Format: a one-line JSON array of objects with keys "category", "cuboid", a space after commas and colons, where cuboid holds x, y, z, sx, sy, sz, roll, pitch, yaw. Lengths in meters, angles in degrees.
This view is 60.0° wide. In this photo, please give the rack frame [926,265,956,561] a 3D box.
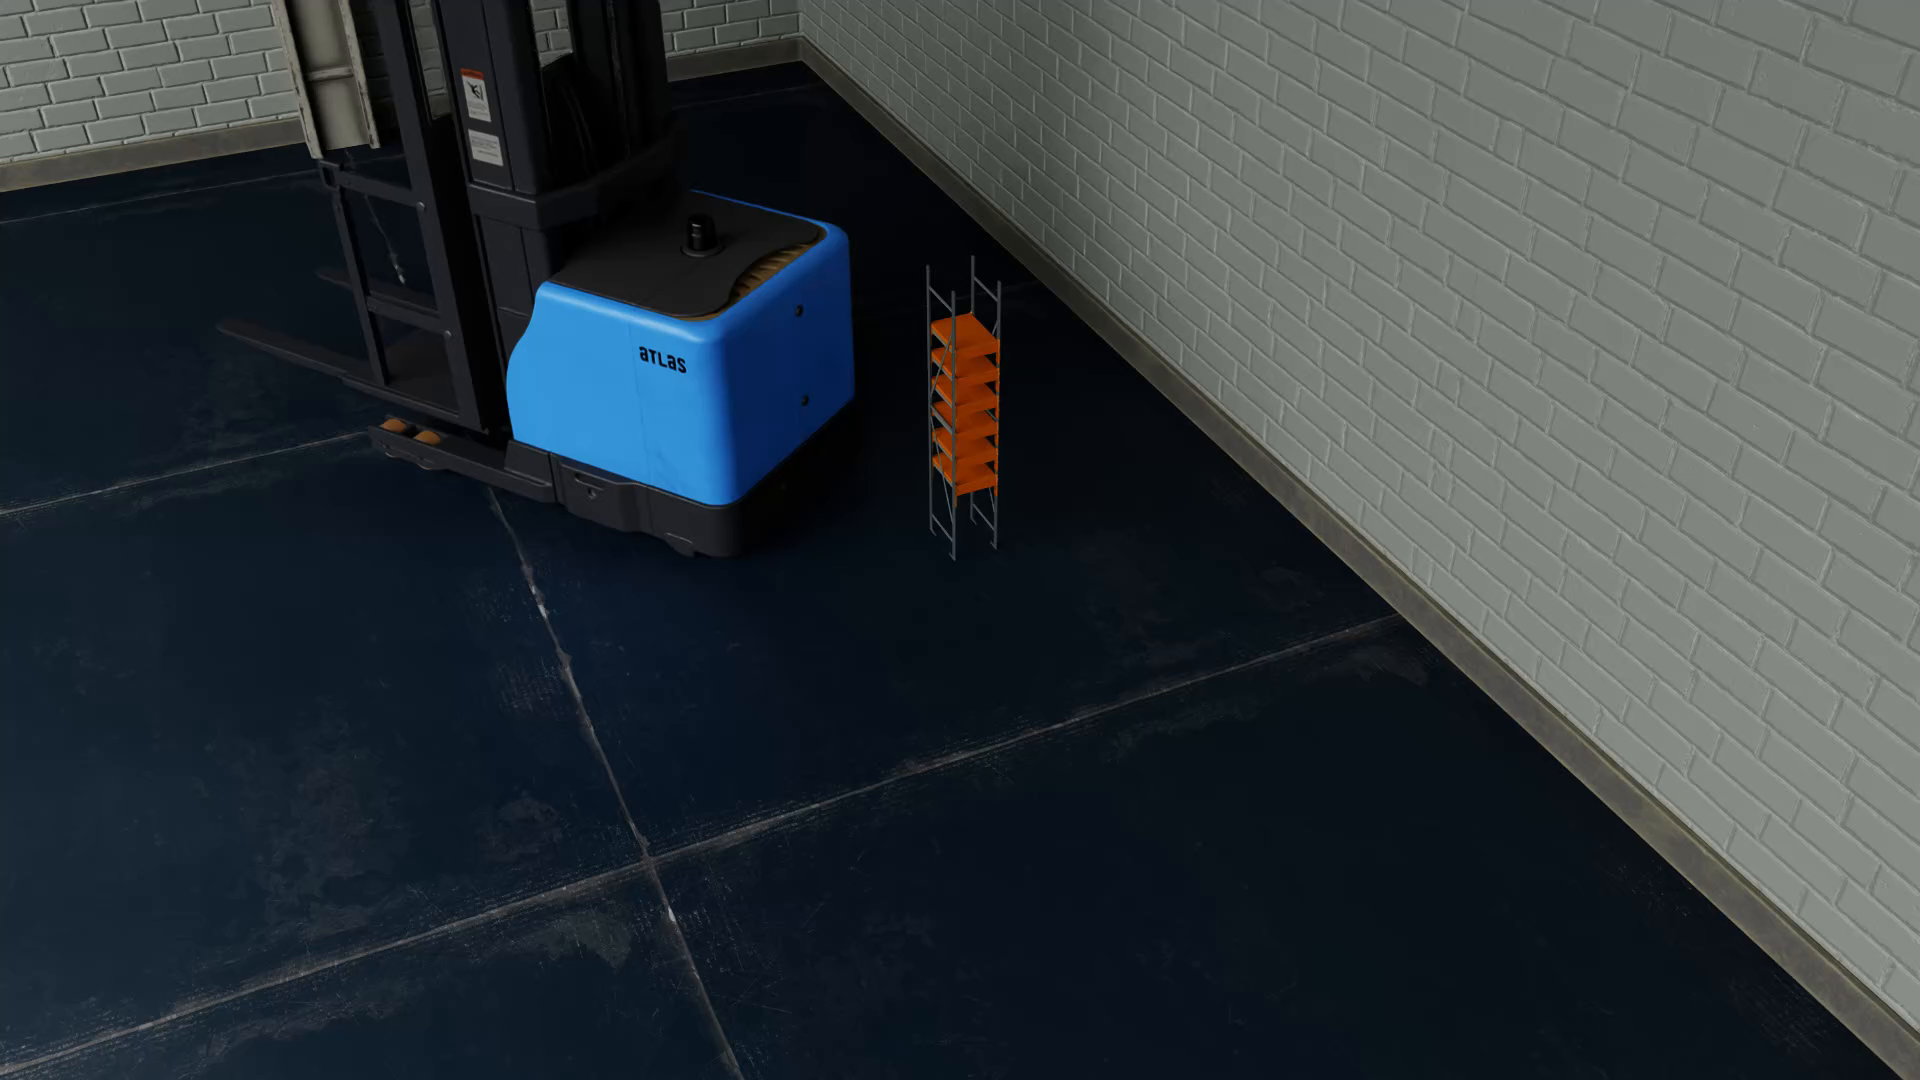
[{"category": "rack frame", "cuboid": [-0.070, -0.462, 6.366, 0.006, 1.200, 0.240, -16, 39, -20]}]

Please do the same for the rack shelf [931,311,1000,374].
[{"category": "rack shelf", "cuboid": [0.013, -0.739, 6.210, 0.180, 0.103, 0.258, -16, 39, -20]}]

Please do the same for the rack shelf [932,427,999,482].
[{"category": "rack shelf", "cuboid": [0.013, -0.354, 6.495, 0.180, 0.103, 0.258, -16, 39, -20]}]

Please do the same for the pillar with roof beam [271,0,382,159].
[{"category": "pillar with roof beam", "cuboid": [-1.860, -3.665, 4.137, 0.400, 9.000, 9.100, -16, 39, -20]}]

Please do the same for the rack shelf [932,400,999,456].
[{"category": "rack shelf", "cuboid": [0.013, -0.450, 6.424, 0.180, 0.103, 0.258, -16, 39, -20]}]

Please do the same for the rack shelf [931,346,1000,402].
[{"category": "rack shelf", "cuboid": [0.013, -0.643, 6.281, 0.180, 0.103, 0.258, -16, 39, -20]}]

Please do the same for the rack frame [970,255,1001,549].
[{"category": "rack frame", "cuboid": [0.096, -0.509, 6.429, 0.006, 1.200, 0.240, -16, 39, -20]}]

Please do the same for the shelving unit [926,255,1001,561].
[{"category": "shelving unit", "cuboid": [0.013, -0.486, 6.398, 0.189, 1.200, 0.258, -16, 39, -20]}]

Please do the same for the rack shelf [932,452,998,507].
[{"category": "rack shelf", "cuboid": [0.013, -0.257, 6.567, 0.180, 0.103, 0.258, -16, 39, -20]}]

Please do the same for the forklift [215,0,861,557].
[{"category": "forklift", "cuboid": [-1.971, -1.735, 6.628, 3.031, 2.935, 1.130, 18, 40, 23]}]

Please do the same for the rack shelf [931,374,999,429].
[{"category": "rack shelf", "cuboid": [0.013, -0.546, 6.352, 0.180, 0.103, 0.258, -16, 39, -20]}]
